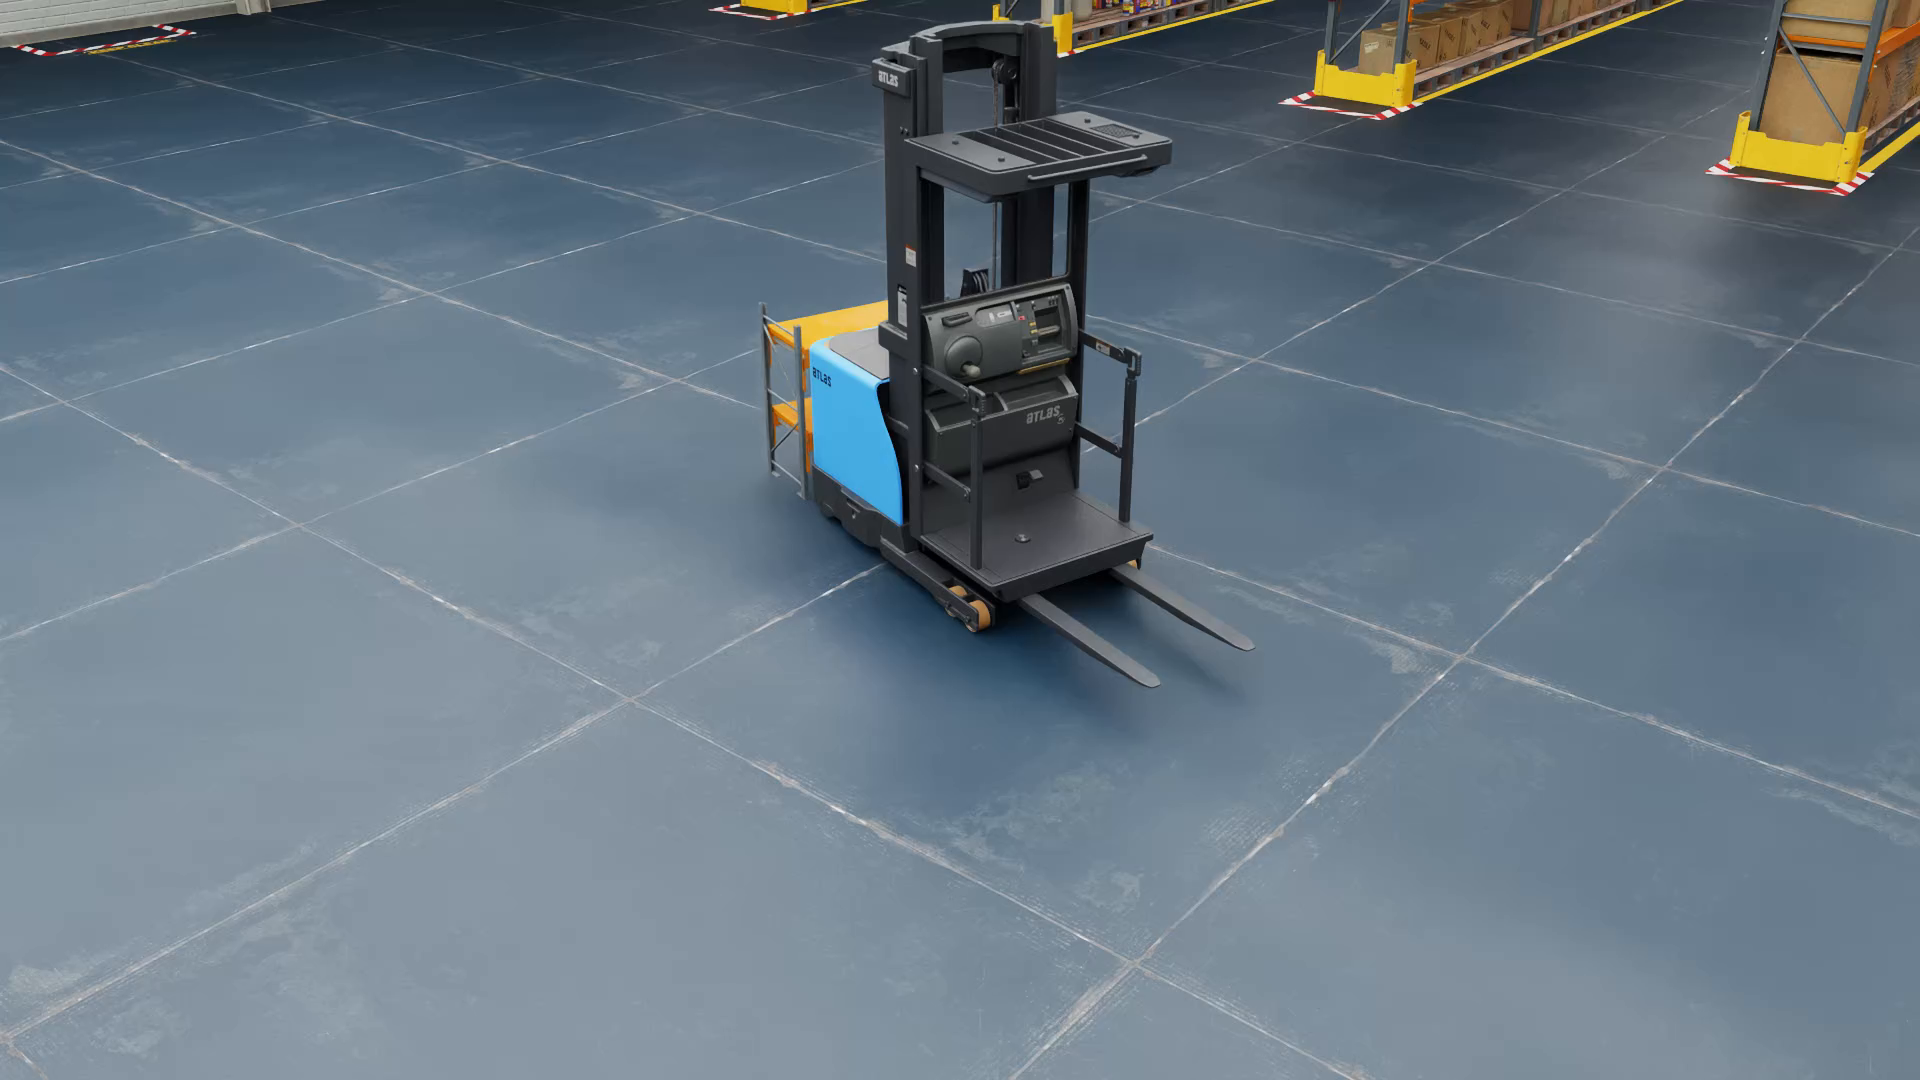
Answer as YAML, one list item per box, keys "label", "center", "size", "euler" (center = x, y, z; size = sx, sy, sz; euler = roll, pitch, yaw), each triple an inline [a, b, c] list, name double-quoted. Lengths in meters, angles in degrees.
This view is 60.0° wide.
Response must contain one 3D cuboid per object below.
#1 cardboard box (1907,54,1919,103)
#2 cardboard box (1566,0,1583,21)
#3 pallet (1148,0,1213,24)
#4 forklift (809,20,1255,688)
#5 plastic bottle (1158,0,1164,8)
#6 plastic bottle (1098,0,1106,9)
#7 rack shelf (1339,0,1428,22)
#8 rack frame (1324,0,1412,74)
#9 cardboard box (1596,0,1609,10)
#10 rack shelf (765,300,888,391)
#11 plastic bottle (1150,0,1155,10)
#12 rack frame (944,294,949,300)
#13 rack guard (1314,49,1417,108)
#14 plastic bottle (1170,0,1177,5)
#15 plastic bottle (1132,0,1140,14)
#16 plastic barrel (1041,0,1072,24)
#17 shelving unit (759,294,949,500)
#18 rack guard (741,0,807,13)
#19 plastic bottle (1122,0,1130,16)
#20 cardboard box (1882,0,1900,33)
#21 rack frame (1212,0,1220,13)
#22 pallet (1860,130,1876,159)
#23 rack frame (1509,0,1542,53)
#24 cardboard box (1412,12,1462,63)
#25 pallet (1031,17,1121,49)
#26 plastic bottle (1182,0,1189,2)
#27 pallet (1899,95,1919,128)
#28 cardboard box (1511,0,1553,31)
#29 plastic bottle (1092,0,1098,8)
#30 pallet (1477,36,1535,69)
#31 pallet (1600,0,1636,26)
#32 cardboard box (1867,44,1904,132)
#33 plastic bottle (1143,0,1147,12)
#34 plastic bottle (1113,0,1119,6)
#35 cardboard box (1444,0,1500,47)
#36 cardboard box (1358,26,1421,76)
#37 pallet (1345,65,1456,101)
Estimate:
- label: "cardboard box"
  center: [10.650, -5.597, 19.160]
  size: [0.875, 0.875, 0.875]
  euler: [21, 34, 35]
- label: "cardboard box"
  center: [8.421, -7.701, 23.613]
  size: [0.700, 0.500, 0.500]
  euler: [18, 32, 30]
- label: "pallet"
  center: [3.060, -8.025, 25.033]
  size: [1.003, 0.211, 1.213]
  euler: [21, 34, 34]
- label: "forklift"
  center: [0.346, -1.064, 8.617]
  size: [1.130, 2.935, 3.031]
  euler: [-17, 32, -30]
- label: "plastic bottle"
  center: [2.898, -7.924, 24.288]
  size: [0.152, 0.276, 0.135]
  euler: [21, 34, 35]
- label: "plastic bottle"
  center: [2.069, -7.890, 24.215]
  size: [0.061, 0.283, 0.133]
  euler: [21, 34, 34]
- label: "rack shelf"
  center: [6.069, -7.014, 20.826]
  size: [1.077, 0.370, 4.000]
  euler: [21, 34, 34]
- label: "rack frame"
  center: [4.797, -6.624, 19.290]
  size: [1.000, 3.000, 0.127]
  euler: [21, 34, 34]
- label: "cardboard box"
  center: [9.131, -8.102, 24.388]
  size: [0.700, 0.500, 0.500]
  euler: [18, 32, 30]
- label: "rack shelf"
  center: [-0.645, -1.229, 10.264]
  size: [1.000, 0.278, 0.538]
  euler: [-16, 31, -28]
- label: "plastic bottle"
  center: [2.779, -7.836, 24.123]
  size: [0.097, 0.271, 0.097]
  euler: [0, 27, 0]
- label: "rack frame"
  center: [-0.215, -1.094, 10.640]
  size: [0.032, 1.125, 0.500]
  euler: [-16, 31, -28]
- label: "rack guard"
  center: [4.845, -5.541, 19.916]
  size: [1.175, 0.500, 0.348]
  euler: [21, 34, 34]
- label: "plastic bottle"
  center: [3.138, -8.028, 24.481]
  size: [0.061, 0.283, 0.133]
  euler: [23, 35, 38]
- label: "plastic bottle"
  center: [2.526, -7.687, 23.822]
  size: [0.061, 0.283, 0.133]
  euler: [21, 34, 35]
- label: "plastic barrel"
  center: [1.334, -7.409, 23.057]
  size: [0.421, 0.512, 0.421]
  euler: [0, 27, 0]
- label: "shelving unit"
  center: [-0.645, -0.969, 10.399]
  size: [1.048, 1.125, 0.538]
  euler: [-16, 31, -28]
- label: "rack guard"
  center: [-2.860, -8.402, 25.447]
  size: [1.175, 0.500, 0.348]
  euler: [21, 34, 34]
- label: "plastic bottle"
  center: [2.368, -7.607, 23.680]
  size: [0.097, 0.271, 0.097]
  euler: [0, 27, 0]
- label: "cardboard box"
  center: [9.094, -5.551, 17.053]
  size: [0.875, 0.550, 0.550]
  euler: [21, 34, 34]
- label: "rack frame"
  center: [3.519, -9.490, 24.829]
  size: [1.000, 3.000, 0.127]
  euler: [21, 34, 34]
- label: "pallet"
  center: [9.008, -4.206, 17.651]
  size: [1.003, 0.211, 1.213]
  euler: [21, 34, 34]
- label: "rack frame"
  center: [7.341, -8.042, 22.031]
  size: [1.000, 3.000, 0.127]
  euler: [21, 34, 34]
- label: "cardboard box"
  center: [5.973, -6.355, 21.034]
  size: [0.500, 0.500, 0.500]
  euler: [25, 36, 39]
- label: "pallet"
  center: [1.508, -7.160, 23.361]
  size: [1.003, 0.211, 1.213]
  euler: [21, 34, 34]
- label: "plastic bottle"
  center: [3.332, -8.196, 24.733]
  size: [0.144, 0.351, 0.185]
  euler: [20, 33, 33]
- label: "pallet"
  center: [10.560, -5.071, 19.324]
  size: [1.003, 0.211, 1.213]
  euler: [21, 34, 34]
- label: "cardboard box"
  center: [7.748, -7.339, 22.913]
  size: [0.700, 0.500, 0.500]
  euler: [18, 32, 31]
- label: "plastic bottle"
  center: [1.986, -7.918, 24.276]
  size: [0.152, 0.276, 0.135]
  euler: [21, 34, 35]
- label: "pallet"
  center: [6.941, -6.555, 22.192]
  size: [1.003, 0.211, 1.213]
  euler: [21, 34, 34]
- label: "pallet"
  center: [9.387, -7.945, 24.879]
  size: [1.003, 0.211, 1.213]
  euler: [21, 34, 34]
- label: "cardboard box"
  center: [9.498, -4.954, 17.916]
  size: [0.875, 0.875, 0.875]
  euler: [20, 34, 34]
- label: "plastic bottle"
  center: [2.650, -7.764, 23.984]
  size: [0.097, 0.271, 0.097]
  euler: [0, 27, 0]
- label: "plastic bottle"
  center: [2.298, -7.974, 24.466]
  size: [0.097, 0.201, 0.097]
  euler: [0, 27, 0]
- label: "cardboard box"
  center: [6.697, -6.783, 21.861]
  size: [0.500, 0.500, 0.500]
  euler: [-16, 31, -28]
- label: "cardboard box"
  center: [5.207, -5.917, 20.186]
  size: [0.500, 0.500, 0.500]
  euler: [-21, 34, -35]
- label: "pallet"
  center: [5.389, -5.690, 20.519]
  size: [1.003, 0.211, 1.213]
  euler: [21, 34, 34]
